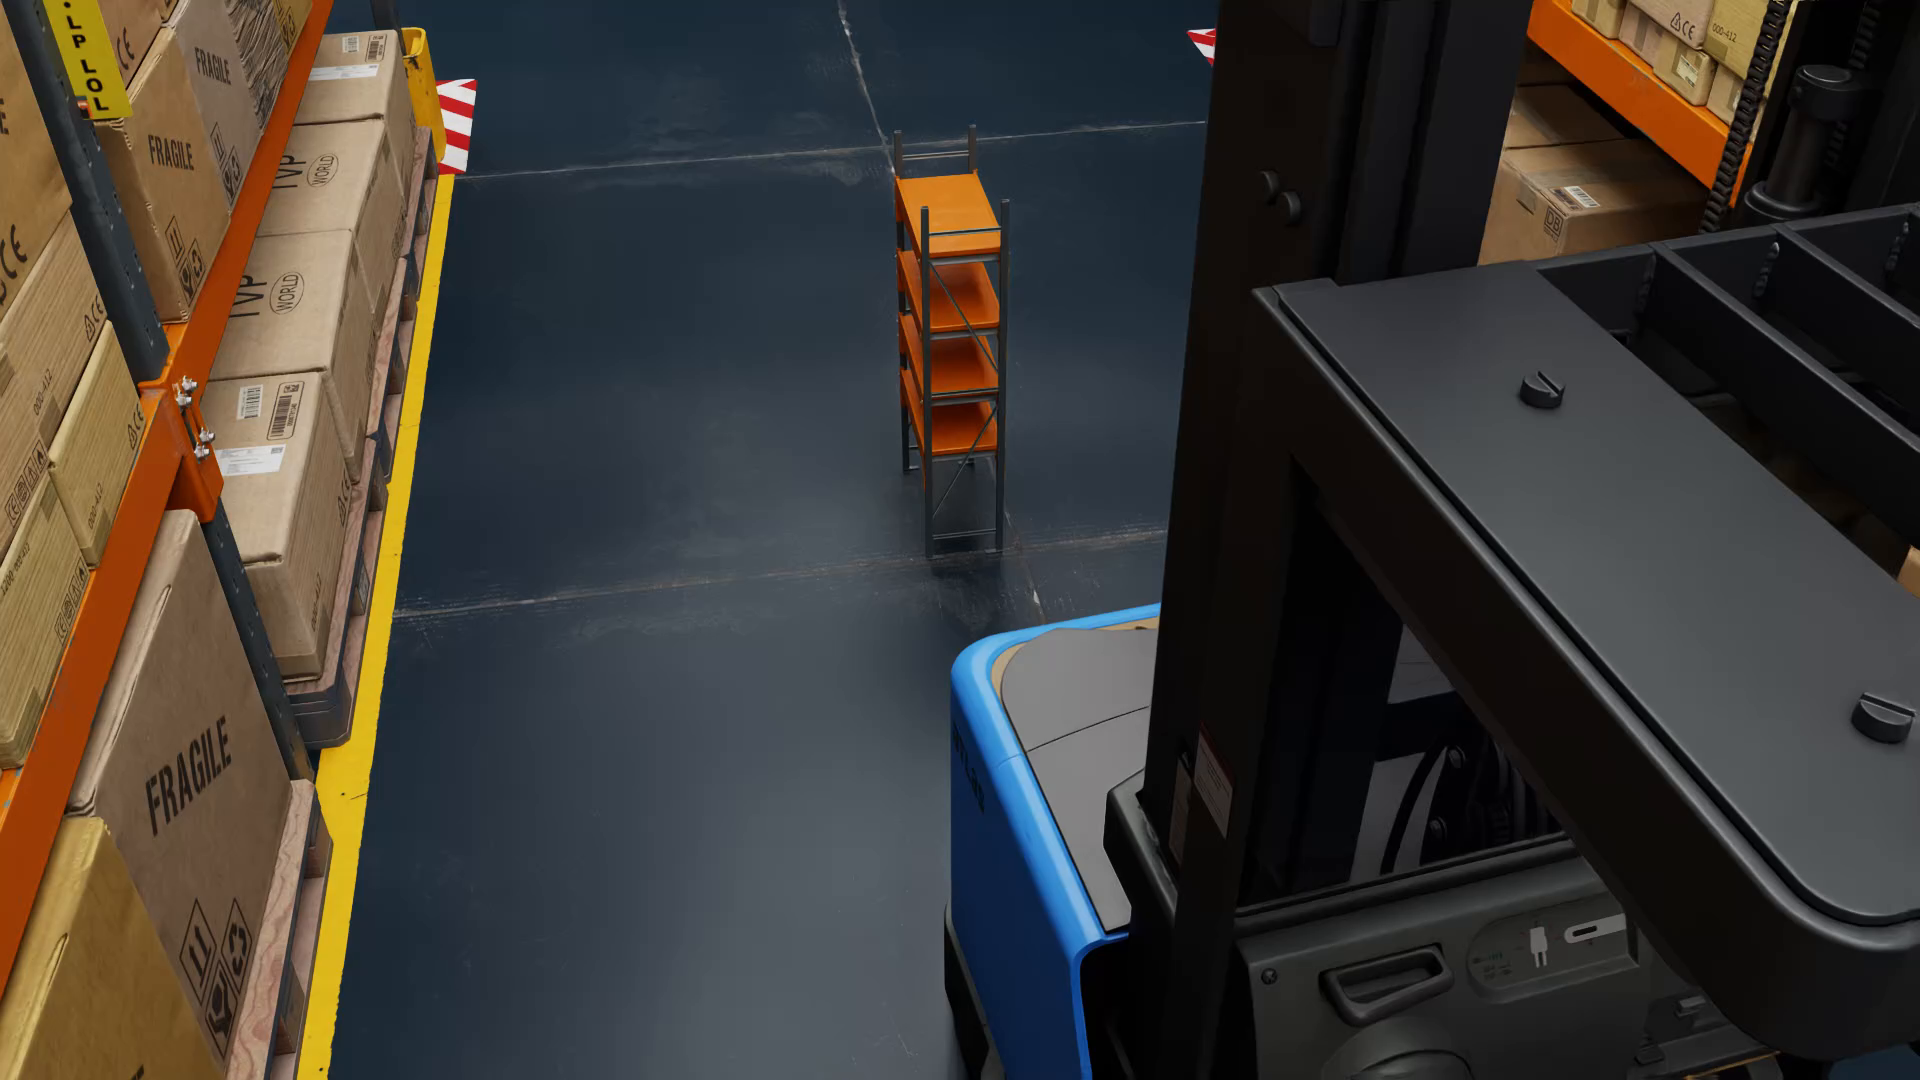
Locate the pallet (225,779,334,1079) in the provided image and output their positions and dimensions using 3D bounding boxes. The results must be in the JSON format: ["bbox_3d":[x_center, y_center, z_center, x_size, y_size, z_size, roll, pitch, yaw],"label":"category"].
[{"bbox_3d":[-1.993,1.095,3.669,1.003,0.211,1.213,-6,38,-8],"label":"pallet"}]

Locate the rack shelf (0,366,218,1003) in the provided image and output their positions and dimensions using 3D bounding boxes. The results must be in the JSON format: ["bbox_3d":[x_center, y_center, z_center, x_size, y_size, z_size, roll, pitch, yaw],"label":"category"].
[{"bbox_3d":[-1.852,1.028,2.069,1.077,0.370,4.000,-6,38,-8],"label":"rack shelf"}]

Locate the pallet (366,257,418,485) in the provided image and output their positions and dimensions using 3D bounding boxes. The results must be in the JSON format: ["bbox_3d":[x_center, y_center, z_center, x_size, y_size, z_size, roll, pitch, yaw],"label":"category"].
[{"bbox_3d":[-2.476,-0.569,5.811,1.003,0.211,1.213,-6,38,-8],"label":"pallet"}]

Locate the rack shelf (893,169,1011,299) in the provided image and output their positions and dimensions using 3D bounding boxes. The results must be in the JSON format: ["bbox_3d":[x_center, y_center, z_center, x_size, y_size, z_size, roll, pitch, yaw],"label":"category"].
[{"bbox_3d":[-0.029,-0.884,4.770,0.258,0.148,0.480,-6,38,-8],"label":"rack shelf"}]

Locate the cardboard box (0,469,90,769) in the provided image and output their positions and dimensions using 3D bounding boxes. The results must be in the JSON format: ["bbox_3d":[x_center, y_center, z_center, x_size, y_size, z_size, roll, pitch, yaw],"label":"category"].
[{"bbox_3d":[-1.788,0.146,2.739,0.500,0.250,0.500,-7,38,-9],"label":"cardboard box"}]

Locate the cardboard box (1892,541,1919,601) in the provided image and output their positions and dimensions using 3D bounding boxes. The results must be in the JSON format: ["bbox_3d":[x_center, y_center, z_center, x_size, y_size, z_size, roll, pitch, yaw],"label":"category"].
[{"bbox_3d":[2.547,0.137,4.324,0.500,0.500,0.500,-5,38,-6],"label":"cardboard box"}]

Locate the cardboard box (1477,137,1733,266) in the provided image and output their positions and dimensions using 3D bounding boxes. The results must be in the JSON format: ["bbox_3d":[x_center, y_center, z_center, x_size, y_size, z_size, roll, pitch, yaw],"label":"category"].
[{"bbox_3d":[2.290,-1.068,5.875,0.700,0.500,0.500,-8,38,-10],"label":"cardboard box"}]

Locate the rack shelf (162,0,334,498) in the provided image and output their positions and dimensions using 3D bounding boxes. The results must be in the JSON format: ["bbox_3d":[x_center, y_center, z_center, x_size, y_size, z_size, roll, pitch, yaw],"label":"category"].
[{"bbox_3d":[-2.553,-1.388,5.179,1.077,0.370,4.000,-6,38,-8],"label":"rack shelf"}]

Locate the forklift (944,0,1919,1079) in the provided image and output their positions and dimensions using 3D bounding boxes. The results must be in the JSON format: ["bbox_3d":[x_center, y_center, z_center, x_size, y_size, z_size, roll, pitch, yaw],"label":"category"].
[{"bbox_3d":[0.864,0.674,1.993,1.130,2.935,3.031,-10,39,-13],"label":"forklift"}]

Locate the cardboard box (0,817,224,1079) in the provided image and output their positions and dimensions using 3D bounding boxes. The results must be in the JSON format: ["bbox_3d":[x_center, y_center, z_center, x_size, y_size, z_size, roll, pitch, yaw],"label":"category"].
[{"bbox_3d":[-1.849,1.119,2.754,0.875,0.875,0.875,-5,38,-7],"label":"cardboard box"}]

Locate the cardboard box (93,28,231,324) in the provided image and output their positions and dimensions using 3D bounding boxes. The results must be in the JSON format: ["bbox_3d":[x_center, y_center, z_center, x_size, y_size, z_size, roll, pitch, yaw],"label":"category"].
[{"bbox_3d":[-2.027,-0.816,3.773,0.500,0.500,0.500,-5,38,-6],"label":"cardboard box"}]

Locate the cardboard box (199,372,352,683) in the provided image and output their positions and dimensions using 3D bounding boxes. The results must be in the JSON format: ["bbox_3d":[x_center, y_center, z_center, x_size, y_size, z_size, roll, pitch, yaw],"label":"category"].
[{"bbox_3d":[-2.207,-0.009,4.563,0.875,0.438,0.875,-7,38,-9],"label":"cardboard box"}]

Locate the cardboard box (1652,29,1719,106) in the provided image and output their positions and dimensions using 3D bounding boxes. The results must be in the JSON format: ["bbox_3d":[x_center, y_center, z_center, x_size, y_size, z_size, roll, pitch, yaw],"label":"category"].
[{"bbox_3d":[2.243,-1.376,4.781,0.380,0.149,0.250,-5,38,-7],"label":"cardboard box"}]

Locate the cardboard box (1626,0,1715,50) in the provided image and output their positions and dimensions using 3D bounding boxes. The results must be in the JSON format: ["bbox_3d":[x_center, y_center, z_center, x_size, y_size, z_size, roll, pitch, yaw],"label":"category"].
[{"bbox_3d":[2.252,-1.641,4.797,0.500,0.250,0.500,-6,38,-8],"label":"cardboard box"}]

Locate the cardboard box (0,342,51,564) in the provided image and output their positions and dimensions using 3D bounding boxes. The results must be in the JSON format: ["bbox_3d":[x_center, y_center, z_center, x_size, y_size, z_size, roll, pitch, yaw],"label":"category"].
[{"bbox_3d":[-1.791,-0.061,2.599,0.500,0.250,0.500,-5,38,-7],"label":"cardboard box"}]

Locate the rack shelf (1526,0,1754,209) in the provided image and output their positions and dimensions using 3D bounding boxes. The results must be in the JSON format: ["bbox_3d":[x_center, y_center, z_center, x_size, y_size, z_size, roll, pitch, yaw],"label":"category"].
[{"bbox_3d":[2.333,-1.925,5.869,1.077,0.370,4.000,-6,38,-8],"label":"rack shelf"}]

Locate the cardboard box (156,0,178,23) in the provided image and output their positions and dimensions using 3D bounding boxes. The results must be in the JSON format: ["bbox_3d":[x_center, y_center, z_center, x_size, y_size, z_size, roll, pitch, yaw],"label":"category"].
[{"bbox_3d":[-2.130,-1.518,3.863,0.500,0.500,0.500,-7,38,-9],"label":"cardboard box"}]

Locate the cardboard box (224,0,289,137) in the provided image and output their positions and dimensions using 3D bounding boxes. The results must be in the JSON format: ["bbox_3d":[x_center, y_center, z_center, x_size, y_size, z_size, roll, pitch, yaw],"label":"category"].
[{"bbox_3d":[-2.192,-1.421,4.553,0.500,0.500,0.500,-6,38,-8],"label":"cardboard box"}]

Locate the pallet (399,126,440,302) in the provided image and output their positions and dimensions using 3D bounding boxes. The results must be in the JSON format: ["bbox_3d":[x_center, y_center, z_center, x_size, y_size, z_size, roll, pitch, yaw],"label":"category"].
[{"bbox_3d":[-2.687,-1.305,6.758,1.003,0.211,1.213,-6,38,-8],"label":"pallet"}]

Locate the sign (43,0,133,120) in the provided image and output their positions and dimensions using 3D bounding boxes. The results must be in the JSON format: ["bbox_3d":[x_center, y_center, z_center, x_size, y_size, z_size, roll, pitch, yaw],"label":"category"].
[{"bbox_3d":[-1.670,-0.955,3.155,0.100,0.325,0.005,-6,38,-8],"label":"sign"}]

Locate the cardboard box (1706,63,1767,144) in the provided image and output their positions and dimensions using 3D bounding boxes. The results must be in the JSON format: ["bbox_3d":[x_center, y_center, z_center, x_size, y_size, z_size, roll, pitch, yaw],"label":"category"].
[{"bbox_3d":[2.312,-1.222,4.582,0.380,0.149,0.250,-5,38,-7],"label":"cardboard box"}]

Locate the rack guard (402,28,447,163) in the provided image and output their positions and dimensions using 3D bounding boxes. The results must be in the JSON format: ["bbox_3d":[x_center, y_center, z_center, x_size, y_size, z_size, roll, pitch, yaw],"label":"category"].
[{"bbox_3d":[-2.908,-1.908,7.298,1.175,0.500,0.348,-6,38,-8],"label":"rack guard"}]

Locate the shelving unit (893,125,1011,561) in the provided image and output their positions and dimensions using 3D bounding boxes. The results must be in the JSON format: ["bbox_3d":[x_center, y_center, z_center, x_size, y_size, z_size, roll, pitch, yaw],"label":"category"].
[{"bbox_3d":[-0.029,-0.574,5.011,0.258,1.200,0.503,-6,38,-8],"label":"shelving unit"}]

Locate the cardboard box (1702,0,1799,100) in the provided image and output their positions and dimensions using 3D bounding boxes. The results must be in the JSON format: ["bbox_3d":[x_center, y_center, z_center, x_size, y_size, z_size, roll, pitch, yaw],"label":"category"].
[{"bbox_3d":[2.354,-1.340,4.410,0.500,0.250,0.500,-5,38,-7],"label":"cardboard box"}]

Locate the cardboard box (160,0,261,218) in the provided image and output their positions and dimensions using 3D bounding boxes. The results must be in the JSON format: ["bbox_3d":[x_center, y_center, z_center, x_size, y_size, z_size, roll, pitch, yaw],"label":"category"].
[{"bbox_3d":[-2.111,-1.120,4.165,0.500,0.500,0.500,-6,38,-8],"label":"cardboard box"}]

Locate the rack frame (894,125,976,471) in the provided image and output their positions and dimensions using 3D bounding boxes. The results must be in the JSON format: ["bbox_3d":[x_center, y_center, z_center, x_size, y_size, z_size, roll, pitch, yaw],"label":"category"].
[{"bbox_3d":[-0.072,-0.721,5.200,0.240,1.200,0.015,-6,38,-8],"label":"rack frame"}]

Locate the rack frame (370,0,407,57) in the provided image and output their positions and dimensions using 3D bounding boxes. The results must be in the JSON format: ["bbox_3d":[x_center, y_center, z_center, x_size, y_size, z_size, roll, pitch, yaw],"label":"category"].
[{"bbox_3d":[-2.904,-2.881,6.513,1.000,3.000,0.127,-6,38,-8],"label":"rack frame"}]

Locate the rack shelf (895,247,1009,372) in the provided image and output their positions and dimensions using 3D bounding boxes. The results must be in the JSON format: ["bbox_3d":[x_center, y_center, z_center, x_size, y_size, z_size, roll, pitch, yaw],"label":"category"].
[{"bbox_3d":[-0.029,-0.697,4.915,0.258,0.148,0.480,-6,38,-8],"label":"rack shelf"}]

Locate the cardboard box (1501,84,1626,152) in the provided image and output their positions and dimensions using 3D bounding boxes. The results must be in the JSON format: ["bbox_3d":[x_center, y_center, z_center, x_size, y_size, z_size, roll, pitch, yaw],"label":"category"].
[{"bbox_3d":[2.102,-1.365,6.257,0.500,0.500,0.500,-6,38,-7],"label":"cardboard box"}]

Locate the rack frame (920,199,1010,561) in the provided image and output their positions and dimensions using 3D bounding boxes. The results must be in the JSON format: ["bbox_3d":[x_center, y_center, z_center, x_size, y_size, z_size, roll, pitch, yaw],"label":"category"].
[{"bbox_3d":[0.014,-0.426,4.821,0.240,1.200,0.015,-6,38,-8],"label":"rack frame"}]

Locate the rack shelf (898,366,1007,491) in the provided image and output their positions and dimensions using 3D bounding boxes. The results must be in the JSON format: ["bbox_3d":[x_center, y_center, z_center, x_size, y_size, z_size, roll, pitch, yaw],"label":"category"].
[{"bbox_3d":[-0.029,-0.364,5.174,0.258,0.148,0.480,-6,38,-8],"label":"rack shelf"}]

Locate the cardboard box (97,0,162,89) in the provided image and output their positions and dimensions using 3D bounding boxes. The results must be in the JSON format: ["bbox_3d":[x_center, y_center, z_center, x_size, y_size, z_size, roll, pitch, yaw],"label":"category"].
[{"bbox_3d":[-2.048,-1.213,3.469,0.500,0.500,0.500,-6,38,-8],"label":"cardboard box"}]

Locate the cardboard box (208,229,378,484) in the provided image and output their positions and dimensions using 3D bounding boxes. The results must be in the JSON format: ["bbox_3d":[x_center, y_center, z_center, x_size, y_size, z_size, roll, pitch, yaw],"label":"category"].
[{"bbox_3d":[-2.365,-0.550,5.259,0.875,0.438,0.875,-7,38,-9],"label":"cardboard box"}]

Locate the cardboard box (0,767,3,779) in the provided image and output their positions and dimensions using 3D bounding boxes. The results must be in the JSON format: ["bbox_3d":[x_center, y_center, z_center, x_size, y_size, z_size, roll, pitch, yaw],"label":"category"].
[{"bbox_3d":[-1.718,0.453,2.344,0.500,0.250,0.500,-7,38,-9],"label":"cardboard box"}]

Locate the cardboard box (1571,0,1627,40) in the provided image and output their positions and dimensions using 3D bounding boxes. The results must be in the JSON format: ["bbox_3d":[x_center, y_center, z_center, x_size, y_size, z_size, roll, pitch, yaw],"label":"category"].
[{"bbox_3d":[2.151,-1.689,5.184,0.380,0.149,0.250,-7,38,-9],"label":"cardboard box"}]

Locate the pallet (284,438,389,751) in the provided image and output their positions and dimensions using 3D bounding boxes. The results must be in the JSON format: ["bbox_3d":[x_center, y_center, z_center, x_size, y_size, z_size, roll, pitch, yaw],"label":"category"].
[{"bbox_3d":[-2.259,0.169,4.860,1.003,0.211,1.213,-6,38,-8],"label":"pallet"}]

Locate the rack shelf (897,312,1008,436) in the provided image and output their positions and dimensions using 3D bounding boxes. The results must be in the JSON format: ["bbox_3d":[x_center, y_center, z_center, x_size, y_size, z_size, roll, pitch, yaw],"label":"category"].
[{"bbox_3d":[-0.029,-0.521,5.052,0.258,0.148,0.480,-6,38,-8],"label":"rack shelf"}]

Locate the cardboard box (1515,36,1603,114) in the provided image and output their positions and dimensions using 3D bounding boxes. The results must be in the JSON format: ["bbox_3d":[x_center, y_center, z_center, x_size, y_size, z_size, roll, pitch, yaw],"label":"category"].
[{"bbox_3d":[2.108,-1.695,6.682,0.700,0.500,0.500,-5,38,-6],"label":"cardboard box"}]

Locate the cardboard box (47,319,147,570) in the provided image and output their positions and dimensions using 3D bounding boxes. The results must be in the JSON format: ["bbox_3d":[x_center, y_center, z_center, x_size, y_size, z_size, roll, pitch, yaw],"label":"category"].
[{"bbox_3d":[-1.876,-0.161,3.135,0.500,0.250,0.500,-7,38,-9],"label":"cardboard box"}]

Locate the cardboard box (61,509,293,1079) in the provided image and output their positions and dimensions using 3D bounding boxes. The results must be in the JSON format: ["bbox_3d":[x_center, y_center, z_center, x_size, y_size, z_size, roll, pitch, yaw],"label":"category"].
[{"bbox_3d":[-2.015,0.575,3.455,0.875,0.875,0.875,-5,38,-7],"label":"cardboard box"}]

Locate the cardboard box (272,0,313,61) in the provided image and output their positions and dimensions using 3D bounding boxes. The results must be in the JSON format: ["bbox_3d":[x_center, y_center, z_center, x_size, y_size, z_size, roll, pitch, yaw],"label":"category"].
[{"bbox_3d":[-2.282,-1.732,4.953,0.500,0.500,0.500,-5,38,-7],"label":"cardboard box"}]

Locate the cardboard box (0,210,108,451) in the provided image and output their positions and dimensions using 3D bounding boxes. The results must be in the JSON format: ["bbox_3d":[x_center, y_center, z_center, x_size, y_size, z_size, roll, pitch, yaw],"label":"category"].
[{"bbox_3d":[-1.886,-0.363,2.986,0.500,0.250,0.500,-6,38,-8],"label":"cardboard box"}]

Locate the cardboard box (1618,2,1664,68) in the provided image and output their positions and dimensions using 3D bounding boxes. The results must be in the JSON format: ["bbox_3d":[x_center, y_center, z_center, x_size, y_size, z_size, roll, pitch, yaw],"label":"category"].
[{"bbox_3d":[2.223,-1.538,4.989,0.380,0.149,0.250,-5,38,-7],"label":"cardboard box"}]

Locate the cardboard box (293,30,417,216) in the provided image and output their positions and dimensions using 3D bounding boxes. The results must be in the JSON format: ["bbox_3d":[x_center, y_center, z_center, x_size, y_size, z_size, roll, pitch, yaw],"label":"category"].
[{"bbox_3d":[-2.690,-1.647,6.671,0.875,0.438,0.875,-7,38,-9],"label":"cardboard box"}]

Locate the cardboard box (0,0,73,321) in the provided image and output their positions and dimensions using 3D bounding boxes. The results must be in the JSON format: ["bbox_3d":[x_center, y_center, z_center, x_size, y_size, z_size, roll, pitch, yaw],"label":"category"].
[{"bbox_3d":[-1.877,-0.656,2.753,0.500,0.500,0.500,-5,38,-6],"label":"cardboard box"}]

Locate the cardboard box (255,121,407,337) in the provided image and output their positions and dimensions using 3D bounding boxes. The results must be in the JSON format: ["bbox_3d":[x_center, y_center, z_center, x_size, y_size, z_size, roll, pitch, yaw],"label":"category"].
[{"bbox_3d":[-2.521,-1.095,5.960,0.875,0.438,0.875,-5,38,-7],"label":"cardboard box"}]

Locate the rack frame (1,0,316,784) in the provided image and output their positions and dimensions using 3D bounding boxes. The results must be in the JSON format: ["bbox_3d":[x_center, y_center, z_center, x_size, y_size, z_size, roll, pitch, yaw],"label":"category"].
[{"bbox_3d":[-2.203,-0.465,3.403,1.000,3.000,0.127,-6,38,-8],"label":"rack frame"}]
